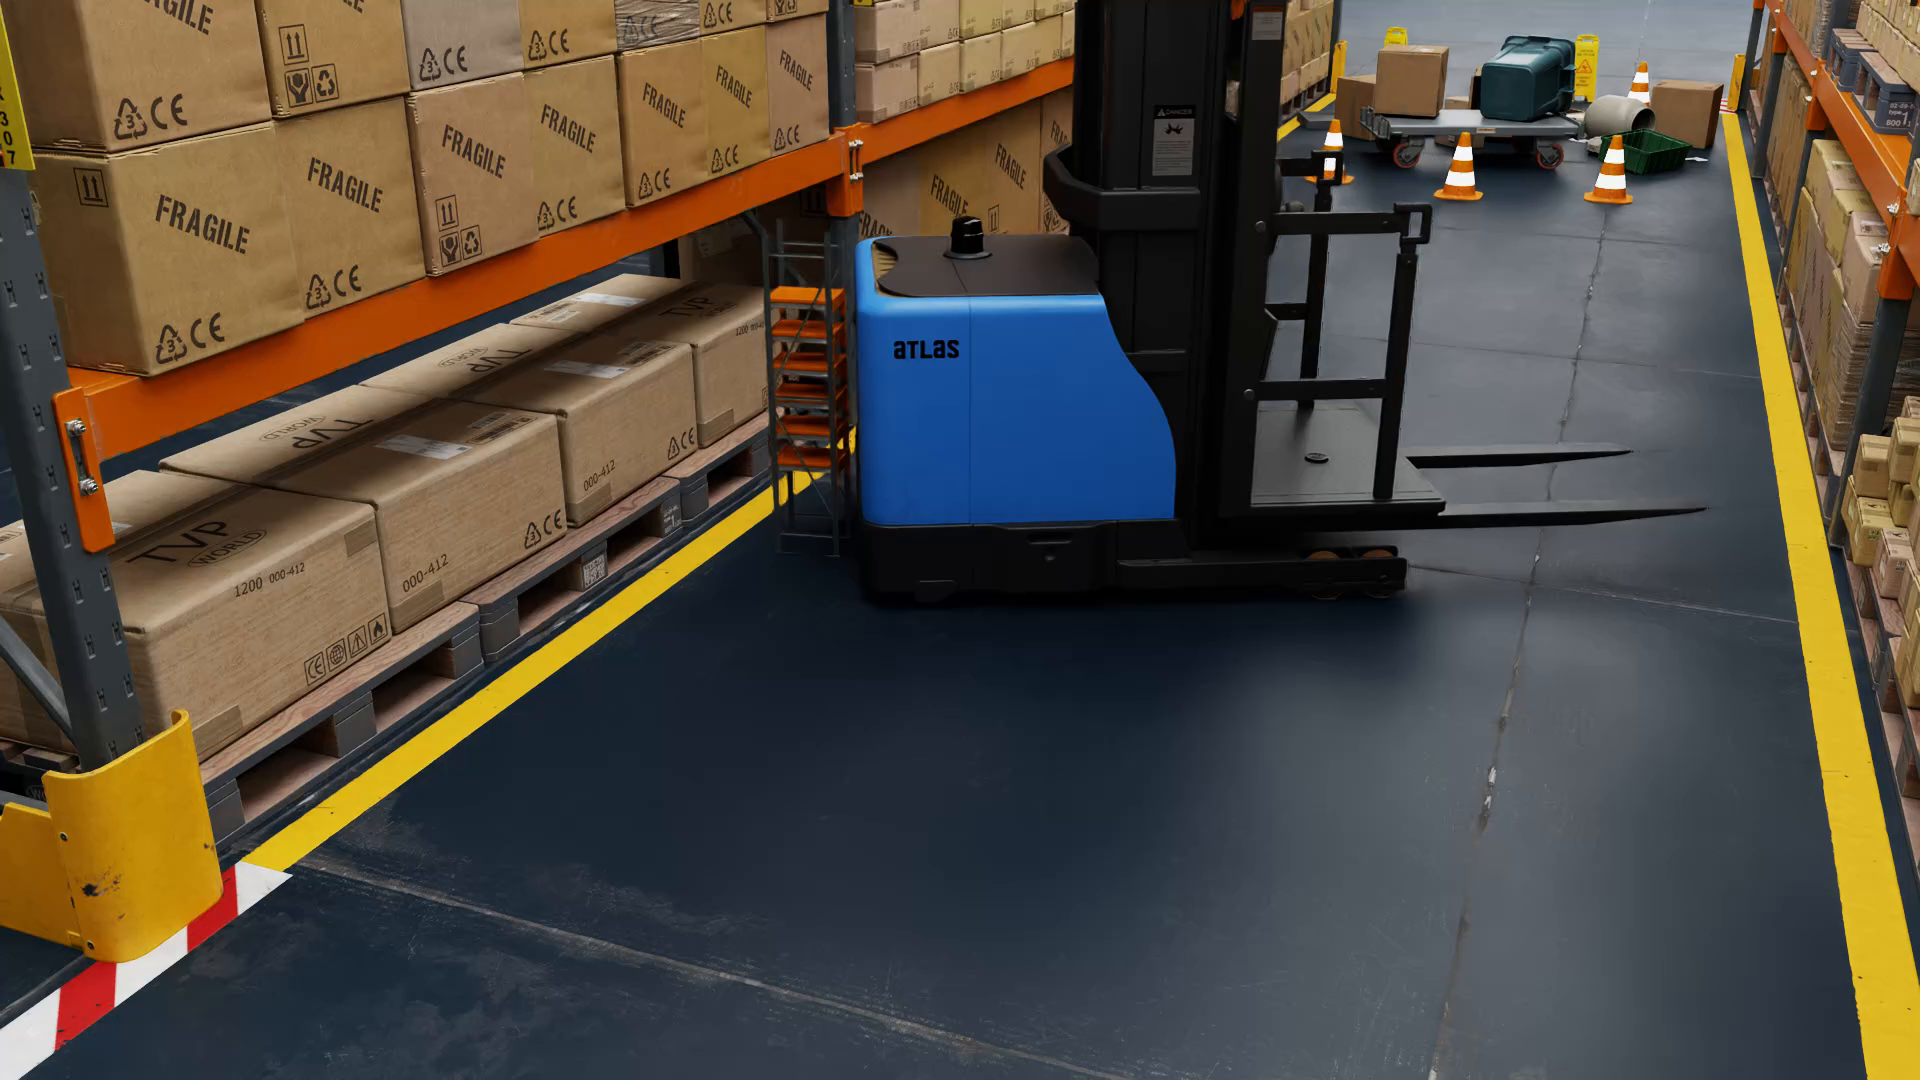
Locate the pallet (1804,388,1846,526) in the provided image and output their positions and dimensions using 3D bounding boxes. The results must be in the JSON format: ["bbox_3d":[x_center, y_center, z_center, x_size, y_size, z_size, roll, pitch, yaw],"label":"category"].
[{"bbox_3d":[3.999,-0.292,6.675,1.003,0.211,1.213,9,24,20],"label":"pallet"}]

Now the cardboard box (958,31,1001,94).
[{"bbox_3d":[-0.118,-2.389,8.273,0.500,0.250,0.500,9,24,20],"label":"cardboard box"}]

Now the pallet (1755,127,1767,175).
[{"bbox_3d":[7.038,-3.137,13.486,1.003,0.211,1.213,9,24,20],"label":"pallet"}]

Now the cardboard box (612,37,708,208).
[{"bbox_3d":[-1.216,-1.449,5.698,0.500,0.500,0.500,8,24,19],"label":"cardboard box"}]

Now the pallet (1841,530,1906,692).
[{"bbox_3d":[3.495,0.232,5.420,1.003,0.211,1.213,9,24,20],"label":"pallet"}]

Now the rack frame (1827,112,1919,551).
[{"bbox_3d":[3.711,-1.300,5.470,1.000,3.000,0.127,9,24,20],"label":"rack frame"}]

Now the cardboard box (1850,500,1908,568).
[{"bbox_3d":[3.179,0.001,5.509,0.380,0.149,0.250,10,24,22],"label":"cardboard box"}]

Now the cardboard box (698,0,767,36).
[{"bbox_3d":[-1.037,-2.091,5.938,0.500,0.500,0.500,8,24,19],"label":"cardboard box"}]

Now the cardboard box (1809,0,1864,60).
[{"bbox_3d":[5.115,-2.977,9.356,0.500,0.500,0.500,9,24,20],"label":"cardboard box"}]

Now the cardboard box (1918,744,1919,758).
[{"bbox_3d":[2.643,0.561,4.170,0.380,0.149,0.250,9,24,21],"label":"cardboard box"}]

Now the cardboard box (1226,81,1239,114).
[{"bbox_3d":[1.857,-3.629,13.910,0.950,0.372,0.625,9,24,21],"label":"cardboard box"}]

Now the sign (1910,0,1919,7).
[{"bbox_3d":[3.195,-1.912,5.434,0.100,0.325,0.005,9,24,20],"label":"sign"}]

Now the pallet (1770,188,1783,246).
[{"bbox_3d":[6.015,-2.151,11.126,1.003,0.211,1.213,9,24,20],"label":"pallet"}]

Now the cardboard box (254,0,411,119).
[{"bbox_3d":[-1.780,-1.365,4.200,0.500,0.500,0.500,8,24,19],"label":"cardboard box"}]

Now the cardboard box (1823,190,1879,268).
[{"bbox_3d":[4.140,-1.362,7.345,0.500,0.250,0.500,8,24,18],"label":"cardboard box"}]

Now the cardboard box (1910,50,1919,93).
[{"bbox_3d":[3.959,-1.820,6.496,0.380,0.149,0.250,8,24,17],"label":"cardboard box"}]

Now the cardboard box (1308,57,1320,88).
[{"bbox_3d":[3.285,-4.680,16.584,0.500,0.250,0.500,9,24,20],"label":"cardboard box"}]

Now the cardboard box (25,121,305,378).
[{"bbox_3d":[-1.963,-0.718,3.947,0.500,0.500,0.500,9,24,20],"label":"cardboard box"}]

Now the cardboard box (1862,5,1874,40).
[{"bbox_3d":[4.744,-2.582,8.321,0.380,0.149,0.250,10,25,23],"label":"cardboard box"}]

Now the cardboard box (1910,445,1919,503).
[{"bbox_3d":[3.185,-0.172,5.151,0.380,0.149,0.250,8,24,19],"label":"cardboard box"}]

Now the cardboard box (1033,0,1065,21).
[{"bbox_3d":[0.261,-2.986,9.052,0.500,0.250,0.500,8,24,19],"label":"cardboard box"}]

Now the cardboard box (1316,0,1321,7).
[{"bbox_3d":[3.310,-5.283,16.213,0.380,0.149,0.250,9,24,21],"label":"cardboard box"}]

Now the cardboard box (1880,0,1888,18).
[{"bbox_3d":[4.543,-2.519,7.783,0.380,0.149,0.250,9,24,20],"label":"cardboard box"}]

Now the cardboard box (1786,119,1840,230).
[{"bbox_3d":[5.507,-2.092,9.741,1.050,0.750,0.750,8,24,19],"label":"cardboard box"}]

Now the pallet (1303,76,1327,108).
[{"bbox_3d":[3.172,-4.667,17.150,1.003,0.211,1.213,9,24,20],"label":"pallet"}]

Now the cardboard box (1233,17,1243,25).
[{"bbox_3d":[2.621,-4.614,14.613,0.380,0.149,0.250,9,24,21],"label":"cardboard box"}]

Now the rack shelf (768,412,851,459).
[{"bbox_3d":[-0.543,-0.379,6.028,0.258,0.103,0.180,4,23,10],"label":"rack shelf"}]

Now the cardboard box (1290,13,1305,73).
[{"bbox_3d":[2.901,-4.657,15.558,0.500,0.500,0.500,10,25,23],"label":"cardboard box"}]

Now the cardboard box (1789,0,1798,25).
[{"bbox_3d":[5.863,-3.700,11.086,0.500,0.500,0.500,9,24,20],"label":"cardboard box"}]

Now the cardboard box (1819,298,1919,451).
[{"bbox_3d":[3.752,-0.641,6.592,0.500,0.500,0.500,8,24,19],"label":"cardboard box"}]

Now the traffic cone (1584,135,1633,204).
[{"bbox_3d":[4.783,-2.729,12.182,0.336,0.463,0.334,9,24,20],"label":"traffic cone"}]

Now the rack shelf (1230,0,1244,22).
[{"bbox_3d":[1.307,-3.788,12.359,1.077,0.370,4.000,9,24,20],"label":"rack shelf"}]

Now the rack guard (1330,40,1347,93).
[{"bbox_3d":[3.507,-5.086,17.778,1.175,0.500,0.348,9,24,20],"label":"rack guard"}]

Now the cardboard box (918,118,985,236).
[{"bbox_3d":[-0.438,-1.744,8.744,0.875,0.875,0.875,10,24,22],"label":"cardboard box"}]

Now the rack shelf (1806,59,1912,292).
[{"bbox_3d":[4.454,-1.684,7.323,1.077,0.370,4.000,9,24,20],"label":"rack shelf"}]

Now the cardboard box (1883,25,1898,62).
[{"bbox_3d":[4.353,-2.203,7.414,0.380,0.149,0.250,9,24,21],"label":"cardboard box"}]

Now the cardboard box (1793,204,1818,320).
[{"bbox_3d":[4.514,-1.375,8.348,0.500,0.500,0.500,9,24,21],"label":"cardboard box"}]

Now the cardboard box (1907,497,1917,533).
[{"bbox_3d":[3.212,-0.036,5.212,0.380,0.149,0.250,9,24,20],"label":"cardboard box"}]

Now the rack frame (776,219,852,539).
[{"bbox_3d":[-0.527,-0.566,6.047,0.240,1.200,0.006,4,23,10],"label":"rack frame"}]

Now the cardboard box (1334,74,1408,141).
[{"bbox_3d":[3.711,-3.872,14.867,0.500,0.500,0.500,-12,25,-26],"label":"cardboard box"}]

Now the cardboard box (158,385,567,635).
[{"bbox_3d":[-1.923,-0.132,5.453,0.875,0.438,0.875,9,24,21],"label":"cardboard box"}]

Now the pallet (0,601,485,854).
[{"bbox_3d":[-2.184,0.448,4.903,1.003,0.211,1.213,9,24,20],"label":"pallet"}]

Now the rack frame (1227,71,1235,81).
[{"bbox_3d":[2.050,-4.835,13.934,1.000,3.000,0.127,9,24,20],"label":"rack frame"}]

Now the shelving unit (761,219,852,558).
[{"bbox_3d":[-0.543,-0.531,5.964,0.258,1.200,0.189,4,23,10],"label":"shelving unit"}]

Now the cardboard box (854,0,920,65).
[{"bbox_3d":[-0.497,-2.251,7.293,0.500,0.250,0.500,8,24,19],"label":"cardboard box"}]

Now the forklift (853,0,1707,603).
[{"bbox_3d":[1.138,-1.347,5.672,3.031,2.935,1.130,-2,23,-4],"label":"forklift"}]

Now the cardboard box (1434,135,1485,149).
[{"bbox_3d":[4.345,-3.558,14.424,0.258,0.266,0.396,-7,24,-17],"label":"cardboard box"}]

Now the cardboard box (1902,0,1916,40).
[{"bbox_3d":[4.162,-2.158,6.920,0.380,0.149,0.250,9,24,20],"label":"cardboard box"}]

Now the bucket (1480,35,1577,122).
[{"bbox_3d":[4.593,-3.732,13.569,0.726,0.611,0.620,19,39,38],"label":"bucket"}]
